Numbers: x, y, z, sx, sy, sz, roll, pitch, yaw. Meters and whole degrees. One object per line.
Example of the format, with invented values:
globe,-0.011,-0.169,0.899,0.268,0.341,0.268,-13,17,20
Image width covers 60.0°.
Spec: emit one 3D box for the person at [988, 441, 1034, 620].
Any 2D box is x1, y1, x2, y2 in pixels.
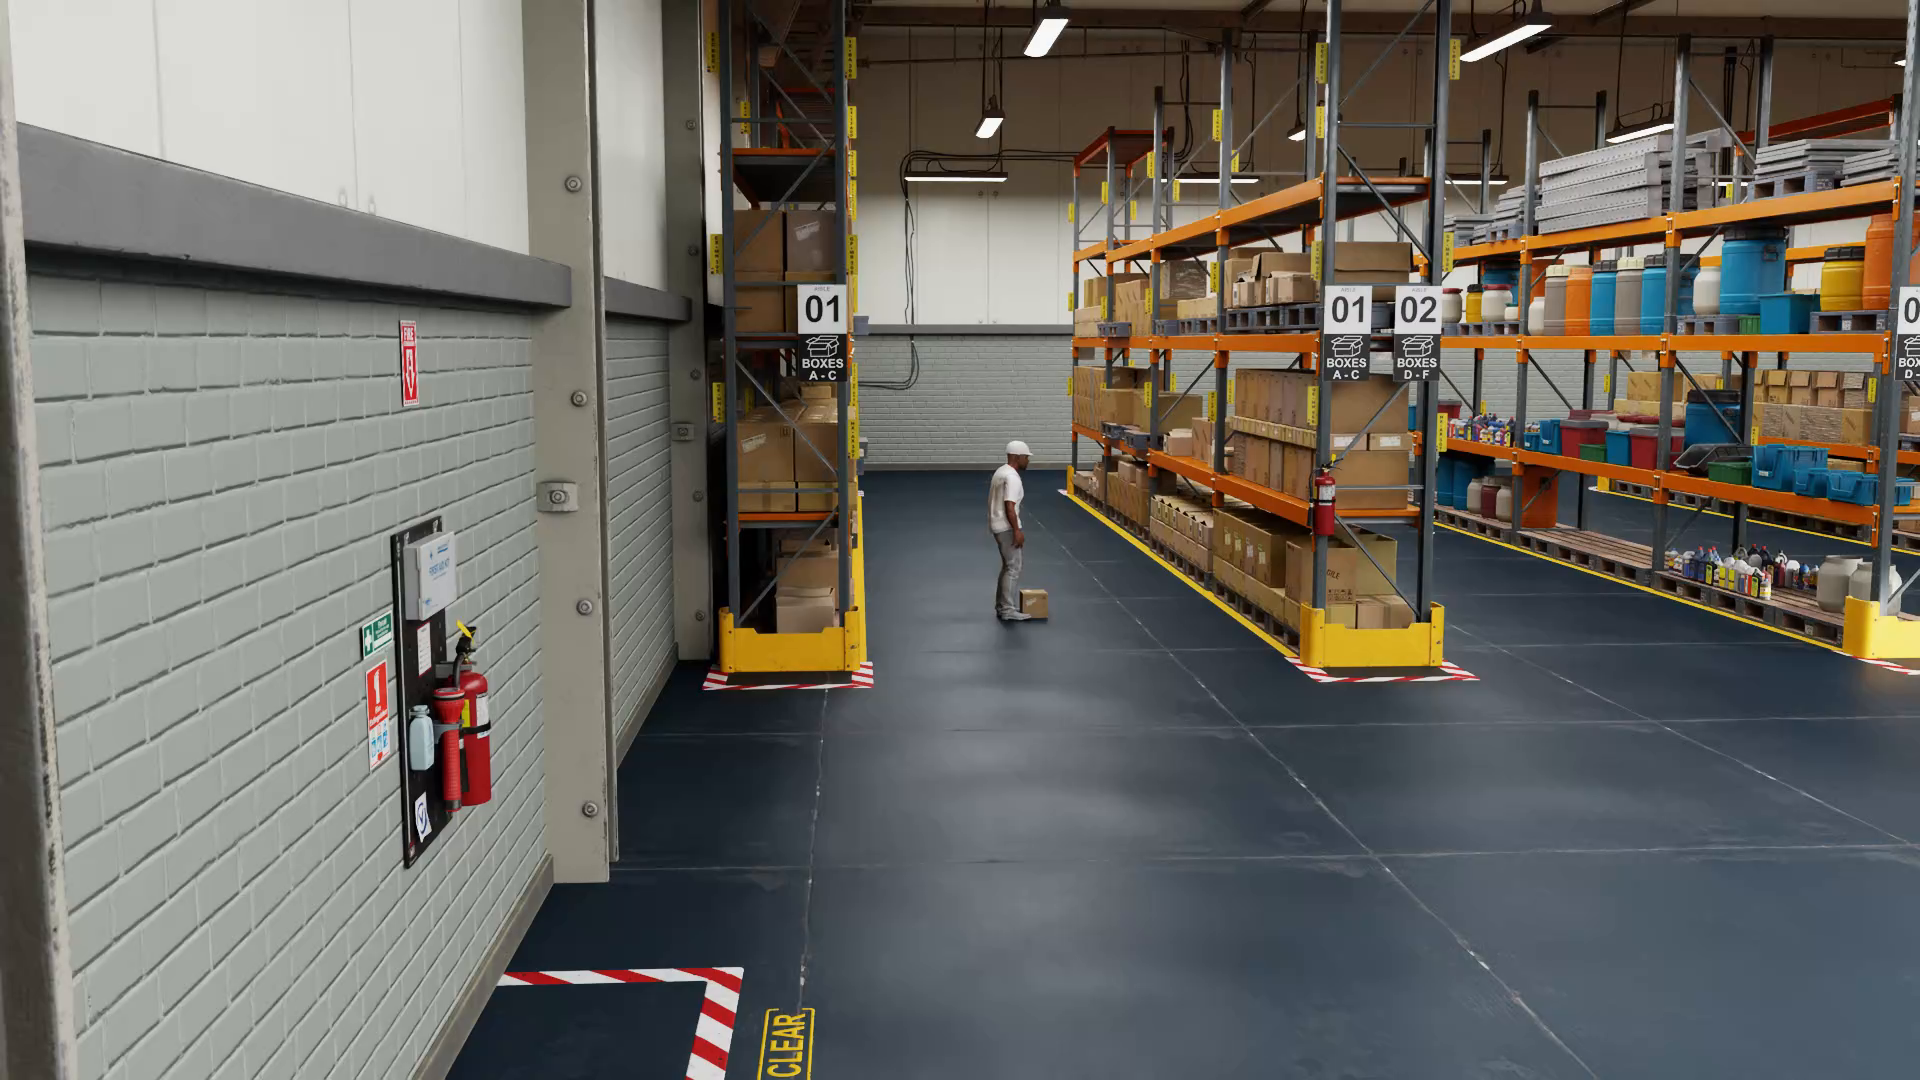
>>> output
person,0.512,-0.106,16.554,0.459,1.761,0.638,-1,7,-6
